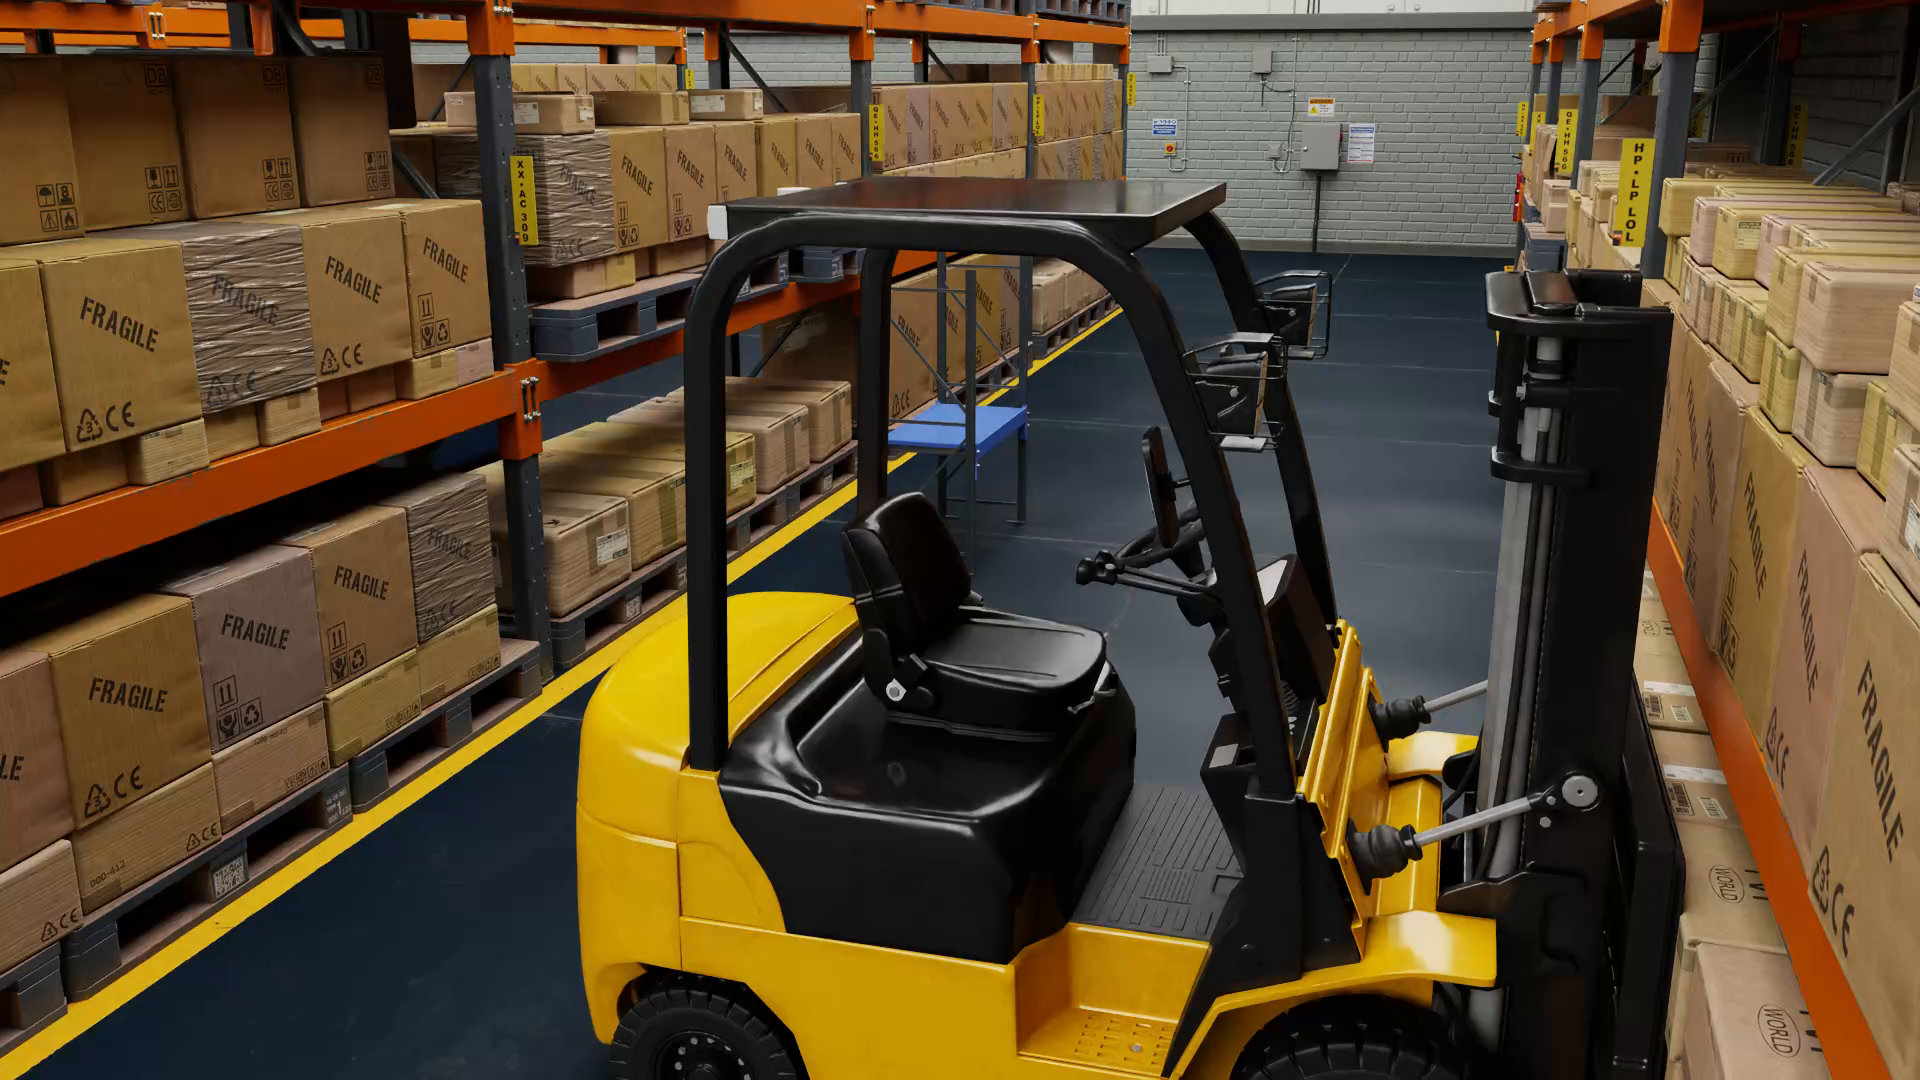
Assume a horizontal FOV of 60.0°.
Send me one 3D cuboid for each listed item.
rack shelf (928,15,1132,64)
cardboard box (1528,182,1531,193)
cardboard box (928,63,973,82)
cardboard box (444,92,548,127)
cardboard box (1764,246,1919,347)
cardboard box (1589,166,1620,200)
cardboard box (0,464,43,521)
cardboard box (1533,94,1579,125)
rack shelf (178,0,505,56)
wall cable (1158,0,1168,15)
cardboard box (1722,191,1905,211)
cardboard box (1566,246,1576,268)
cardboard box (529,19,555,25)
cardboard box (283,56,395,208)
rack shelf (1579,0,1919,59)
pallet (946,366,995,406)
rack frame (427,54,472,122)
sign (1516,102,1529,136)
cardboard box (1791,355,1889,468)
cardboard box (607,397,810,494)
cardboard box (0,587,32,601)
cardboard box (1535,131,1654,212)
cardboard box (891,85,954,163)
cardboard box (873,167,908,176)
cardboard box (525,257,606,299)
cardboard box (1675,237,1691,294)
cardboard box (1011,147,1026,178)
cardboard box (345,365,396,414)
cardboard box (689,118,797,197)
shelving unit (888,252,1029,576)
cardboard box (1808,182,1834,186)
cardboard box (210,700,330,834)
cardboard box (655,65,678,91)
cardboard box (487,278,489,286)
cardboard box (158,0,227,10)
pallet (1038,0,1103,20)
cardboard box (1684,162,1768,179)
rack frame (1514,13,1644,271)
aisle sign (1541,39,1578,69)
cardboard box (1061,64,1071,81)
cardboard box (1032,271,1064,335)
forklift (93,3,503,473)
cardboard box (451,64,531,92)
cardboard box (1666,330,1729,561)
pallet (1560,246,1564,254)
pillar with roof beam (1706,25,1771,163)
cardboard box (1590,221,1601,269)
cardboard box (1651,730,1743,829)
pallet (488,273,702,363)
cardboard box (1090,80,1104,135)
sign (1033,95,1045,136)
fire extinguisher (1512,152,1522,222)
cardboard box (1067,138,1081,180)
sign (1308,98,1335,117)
[{"bbox_3d":[0.684,-4.607,15.398,1.077,0.370,4.000,5,16,16],"label":"rack shelf"},{"bbox_3d":[5.187,-3.061,14.583,0.380,0.149,0.250,5,17,17],"label":"cardboard box"},{"bbox_3d":[-0.102,-3.934,13.997,0.380,0.149,0.250,4,16,15],"label":"cardboard box"},{"bbox_3d":[-2.060,-1.919,7.412,0.380,0.149,0.250,4,16,14],"label":"cardboard box"},{"bbox_3d":[1.632,-0.419,2.892,0.380,0.149,0.250,5,17,17],"label":"cardboard box"},{"bbox_3d":[3.243,-1.717,8.015,0.380,0.149,0.250,5,17,17],"label":"cardboard box"},{"bbox_3d":[-2.613,-0.137,4.275,0.380,0.149,0.250,5,17,18],"label":"cardboard box"},{"bbox_3d":[5.199,-3.591,14.349,0.500,0.500,0.500,5,17,17],"label":"cardboard box"},{"bbox_3d":[-2.726,-1.468,4.329,1.077,0.370,4.000,5,16,16],"label":"rack shelf"},{"bbox_3d":[2.599,-8.430,22.059,0.463,3.000,0.029,5,16,16],"label":"wall cable"},{"bbox_3d":[2.176,-0.810,4.272,0.380,0.149,0.250,4,16,15],"label":"cardboard box"},{"bbox_3d":[3.379,-1.388,8.499,0.500,0.250,0.500,5,16,16],"label":"cardboard box"},{"bbox_3d":[-4.141,-4.948,15.555,0.500,0.250,0.500,4,16,15],"label":"cardboard box"},{"bbox_3d":[-2.491,-1.468,5.948,0.700,0.500,0.500,4,16,15],"label":"cardboard box"},{"bbox_3d":[3.171,-2.131,6.665,1.077,0.370,4.000,5,16,16],"label":"rack shelf"},{"bbox_3d":[-0.376,-1.118,12.383,1.003,0.211,1.213,5,16,16],"label":"pallet"},{"bbox_3d":[-4.659,-3.345,15.124,1.000,3.000,0.127,5,16,16],"label":"rack frame"},{"bbox_3d":[5.492,-4.108,16.230,0.100,0.325,0.005,5,16,16],"label":"sign"},{"bbox_3d":[1.584,-0.206,2.687,0.380,0.149,0.250,4,16,14],"label":"cardboard box"},{"bbox_3d":[-1.393,-0.538,9.275,0.950,0.372,0.625,4,16,15],"label":"cardboard box"},{"bbox_3d":[-3.021,0.414,4.767,0.500,0.500,0.500,4,16,15],"label":"cardboard box"},{"bbox_3d":[4.154,-2.403,10.853,0.700,0.500,0.500,5,16,16],"label":"cardboard box"},{"bbox_3d":[-0.353,-2.845,11.346,0.500,0.500,0.500,5,17,17],"label":"cardboard box"},{"bbox_3d":[-0.640,-2.223,10.527,0.500,0.250,0.500,5,16,15],"label":"cardboard box"},{"bbox_3d":[-1.698,-1.096,6.886,0.380,0.149,0.250,5,17,17],"label":"cardboard box"},{"bbox_3d":[2.188,-0.740,4.568,0.380,0.149,0.250,5,17,17],"label":"cardboard box"},{"bbox_3d":[0.224,-3.021,13.343,0.500,0.250,0.500,5,16,16],"label":"cardboard box"},{"bbox_3d":[-2.170,-0.538,5.688,0.380,0.149,0.250,5,17,16],"label":"cardboard box"},{"bbox_3d":[-1.162,-1.925,8.622,0.500,0.500,0.500,3,16,12],"label":"cardboard box"},{"bbox_3d":[-0.024,-0.699,8.546,0.538,1.500,1.048,5,16,16],"label":"shelving unit"},{"bbox_3d":[3.423,-1.413,6.942,0.380,0.149,0.250,5,17,17],"label":"cardboard box"},{"bbox_3d":[-2.359,0.675,5.223,0.500,0.250,0.500,5,17,17],"label":"cardboard box"},{"bbox_3d":[-3.414,-4.924,18.133,0.500,0.500,0.500,4,16,15],"label":"cardboard box"},{"bbox_3d":[-2.184,-1.199,7.251,0.380,0.149,0.250,4,16,14],"label":"cardboard box"},{"bbox_3d":[-5.378,-3.918,11.466,0.500,0.500,0.500,5,16,16],"label":"cardboard box"},{"bbox_3d":[0.707,-4.919,15.340,1.003,0.211,1.213,5,16,16],"label":"pallet"},{"bbox_3d":[3.841,-1.816,8.364,0.380,0.149,0.250,5,17,18],"label":"cardboard box"},{"bbox_3d":[6.013,-3.650,16.200,1.000,3.000,0.127,5,16,16],"label":"rack frame"},{"bbox_3d":[5.750,-4.941,15.989,0.394,0.787,0.004,5,16,16],"label":"aisle sign"},{"bbox_3d":[0.777,-4.157,14.784,0.380,0.149,0.250,4,16,14],"label":"cardboard box"},{"bbox_3d":[0.397,-2.113,14.706,0.875,0.438,0.875,4,16,15],"label":"cardboard box"},{"bbox_3d":[-3.463,-1.402,8.400,1.130,2.935,3.031,5,17,17],"label":"forklift"},{"bbox_3d":[-4.297,-4.116,15.283,0.500,0.500,0.500,5,17,17],"label":"cardboard box"},{"bbox_3d":[1.951,-0.192,3.828,0.500,0.500,0.500,4,16,15],"label":"cardboard box"},{"bbox_3d":[4.287,-1.974,10.642,1.003,0.211,1.213,5,16,16],"label":"pallet"},{"bbox_3d":[1.810,-5.936,13.265,9.100,9.000,0.400,5,16,16],"label":"pillar with roof beam"},{"bbox_3d":[2.948,-1.226,7.013,0.500,0.250,0.500,5,17,17],"label":"cardboard box"},{"bbox_3d":[1.722,0.632,3.540,0.500,0.250,0.500,4,16,15],"label":"cardboard box"},{"bbox_3d":[-1.801,-0.991,7.176,1.003,0.211,1.213,5,16,16],"label":"pallet"},{"bbox_3d":[1.080,-4.150,15.948,0.500,0.500,0.500,5,16,16],"label":"cardboard box"},{"bbox_3d":[0.639,-3.467,13.578,0.100,0.325,0.005,5,16,16],"label":"sign"},{"bbox_3d":[5.611,-3.508,16.524,0.296,0.674,0.183,5,16,16],"label":"fire extinguisher"},{"bbox_3d":[0.795,-3.399,15.132,0.500,0.500,0.500,5,17,16],"label":"cardboard box"},{"bbox_3d":[4.811,-5.765,22.146,0.339,0.242,0.001,5,16,16],"label":"sign"}]
